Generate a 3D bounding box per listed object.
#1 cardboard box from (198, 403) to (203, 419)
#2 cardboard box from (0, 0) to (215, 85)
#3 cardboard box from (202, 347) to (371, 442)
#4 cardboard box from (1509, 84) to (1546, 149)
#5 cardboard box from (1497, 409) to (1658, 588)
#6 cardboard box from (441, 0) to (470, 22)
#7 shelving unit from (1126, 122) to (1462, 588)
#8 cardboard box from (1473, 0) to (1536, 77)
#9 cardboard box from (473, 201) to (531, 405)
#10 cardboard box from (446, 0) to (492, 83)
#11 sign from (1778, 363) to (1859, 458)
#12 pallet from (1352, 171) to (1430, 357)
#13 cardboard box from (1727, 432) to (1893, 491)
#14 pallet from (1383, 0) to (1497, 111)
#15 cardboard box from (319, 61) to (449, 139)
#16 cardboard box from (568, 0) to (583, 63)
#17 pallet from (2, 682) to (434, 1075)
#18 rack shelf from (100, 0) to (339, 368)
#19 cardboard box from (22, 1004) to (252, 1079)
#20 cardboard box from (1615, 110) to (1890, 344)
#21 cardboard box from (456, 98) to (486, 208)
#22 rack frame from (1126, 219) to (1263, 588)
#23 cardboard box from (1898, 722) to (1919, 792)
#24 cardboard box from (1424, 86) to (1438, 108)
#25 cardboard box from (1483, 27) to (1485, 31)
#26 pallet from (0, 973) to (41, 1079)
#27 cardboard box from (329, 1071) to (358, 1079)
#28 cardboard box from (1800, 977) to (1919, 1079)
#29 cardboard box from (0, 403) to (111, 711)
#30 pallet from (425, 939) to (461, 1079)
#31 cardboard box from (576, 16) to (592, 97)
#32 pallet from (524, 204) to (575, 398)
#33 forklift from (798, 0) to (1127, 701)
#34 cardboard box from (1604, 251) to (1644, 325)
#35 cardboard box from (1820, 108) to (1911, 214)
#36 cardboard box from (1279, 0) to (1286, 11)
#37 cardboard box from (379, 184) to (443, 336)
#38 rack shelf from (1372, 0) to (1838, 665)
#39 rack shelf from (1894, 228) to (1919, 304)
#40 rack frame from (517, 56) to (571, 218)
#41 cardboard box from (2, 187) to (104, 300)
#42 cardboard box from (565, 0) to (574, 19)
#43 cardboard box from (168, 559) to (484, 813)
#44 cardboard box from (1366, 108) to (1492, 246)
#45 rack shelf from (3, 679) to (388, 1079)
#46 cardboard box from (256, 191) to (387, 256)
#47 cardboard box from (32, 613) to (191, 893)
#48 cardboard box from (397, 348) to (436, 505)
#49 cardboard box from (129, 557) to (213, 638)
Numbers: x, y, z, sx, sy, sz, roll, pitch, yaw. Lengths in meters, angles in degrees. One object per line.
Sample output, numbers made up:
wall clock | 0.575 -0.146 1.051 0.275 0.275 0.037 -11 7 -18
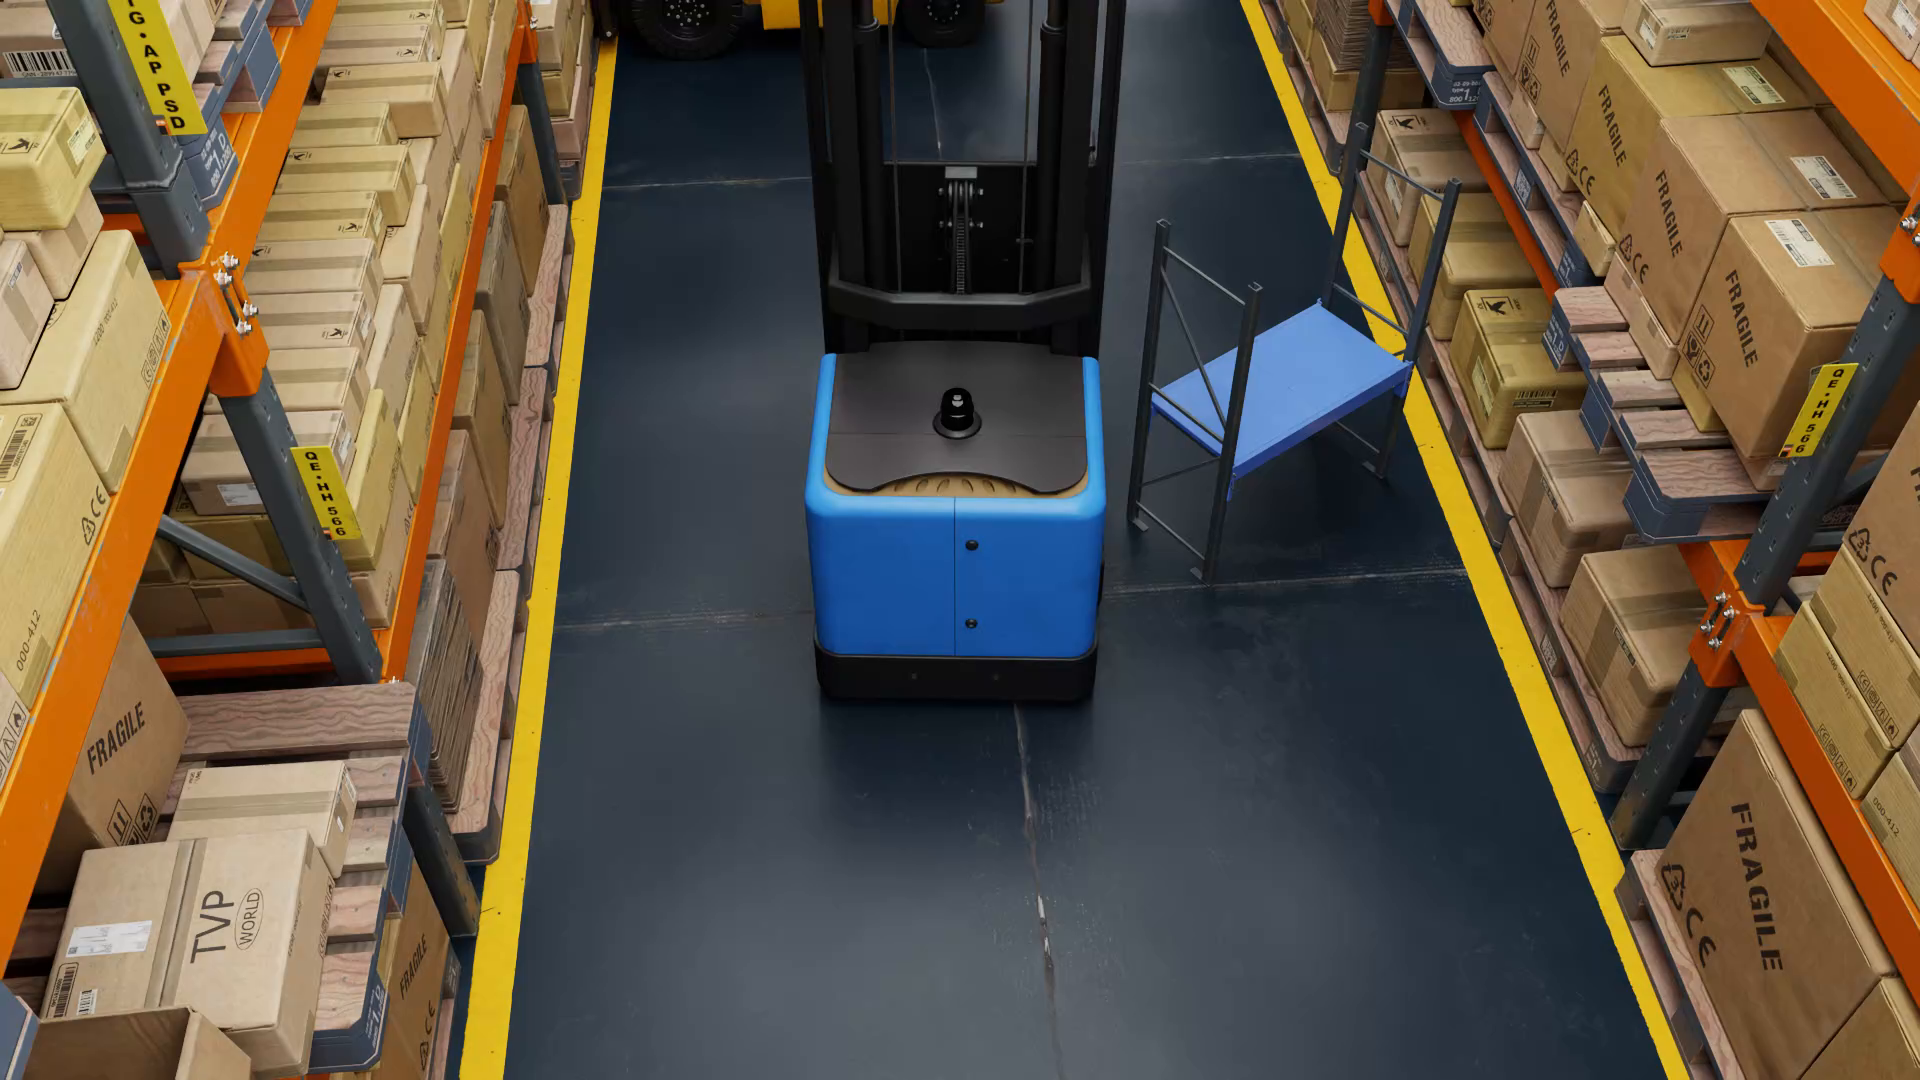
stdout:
cardboard box | -2.494 -0.502 5.055 0.500 0.250 0.500 -3 47 -3
cardboard box | -1.861 -1.105 3.604 0.380 0.166 0.250 -4 47 -3
cardboard box | -1.891 -0.403 4.687 0.380 0.149 0.250 -3 47 -2
cardboard box | 2.289 -1.597 6.217 0.380 0.149 0.250 -2 47 -2
cardboard box | 2.704 -0.192 6.523 0.950 0.372 0.625 -4 47 -4
cardboard box | -2.058 -2.074 6.269 0.380 0.149 0.250 -5 47 -5
shelving unit | 1.263 -0.700 6.516 1.048 1.500 0.538 -29 53 -25
cardboard box | 2.300 -2.106 6.252 0.500 0.500 0.500 -4 47 -4
cardboard box | -2.357 -0.987 7.102 0.875 0.625 0.625 -4 47 -4
cardboard box | -2.123 -2.007 6.480 0.500 0.250 0.500 -5 47 -4
sign | 2.272 -0.340 4.399 0.100 0.325 0.005 -3 47 -3
pallet | 2.543 -1.380 8.049 1.003 0.211 1.213 -3 47 -3
cardboard box | 2.550 -0.289 4.978 0.380 0.149 0.250 -2 47 -2
pallet | 2.396 -2.275 7.107 1.003 0.211 1.213 -3 47 -3
cardboard box | -1.984 -1.512 5.737 0.380 0.149 0.250 -5 47 -4
cardboard box | -2.246 -2.702 8.640 0.500 0.250 0.500 -4 47 -4
pallet | -2.008 0.848 4.150 1.213 0.211 1.003 -3 47 -3
rack shelf | -2.302 -1.935 5.083 1.077 0.370 4.000 -3 47 -3
cardboard box | -1.814 1.286 3.243 0.797 0.503 0.637 -4 47 -4
cardboard box | 2.442 -0.975 5.181 0.500 0.500 0.500 -4 47 -4
cardboard box | -2.108 -1.473 6.319 0.500 0.250 0.500 -3 47 -3
rack frame | 0.861 -0.474 6.303 0.032 1.500 0.500 -29 53 -25
cardboard box | 2.650 0.627 3.986 0.500 0.250 0.500 -2 47 -2
cardboard box | 2.696 -2.545 8.835 0.500 0.250 0.500 -5 47 -5
cardboard box | 2.320 -2.160 6.750 0.380 0.149 0.250 -1 47 -1
pallet | -1.874 0.997 1.940 1.213 0.211 1.003 -3 47 -3
cardboard box | -1.809 1.519 4.368 0.380 0.149 0.250 -5 47 -5
cardboard box | 2.857 1.728 4.358 0.875 0.875 0.875 -3 47 -3
cardboard box | -1.807 0.036 2.824 0.500 0.250 0.500 -3 47 -3
pallet | -2.110 1.797 5.039 1.003 0.211 1.213 -3 47 -3
cardboard box | -2.238 -2.534 8.825 0.500 0.250 0.500 -4 47 -4
pallet | -2.369 -1.109 7.791 1.003 0.211 1.213 -3 47 -3
forklift | 0.013 -1.462 6.252 1.130 2.935 3.031 1 47 1
cardboard box | 2.376 -0.841 5.501 0.380 0.149 0.250 -5 47 -5
cardboard box | 2.954 -1.006 5.210 0.500 0.500 0.500 -1 47 -1
cardboard box | 2.067 -3.266 9.518 0.500 0.250 0.500 -3 47 -3
cardboard box | -1.995 -0.902 5.434 0.500 0.250 0.500 -5 47 -4
rack shelf | 2.644 -1.208 6.460 1.077 0.370 4.000 -3 47 -3
rack shelf | 2.979 0.654 2.630 1.077 0.370 4.000 -3 47 -3
rack frame | -2.469 -2.598 7.281 1.000 3.000 0.127 -3 47 -3
cardboard box | -1.865 -0.579 3.132 0.380 0.149 0.250 -3 47 -2
cardboard box | -2.230 -2.881 8.465 0.500 0.250 0.500 -3 47 -3
cardboard box | -2.173 0.516 5.678 0.875 0.625 0.625 -2 47 -2
cardboard box | 2.523 -1.764 8.012 0.950 0.372 0.625 -3 47 -3
rack shelf | -1.967 1.990 3.431 1.077 0.370 4.000 -3 47 -3
cardboard box | -2.024 -0.956 5.210 0.380 0.149 0.250 -3 47 -3
cardboard box | -2.247 0.499 3.990 0.500 0.500 0.500 -2 47 -1
cardboard box | -1.965 -0.353 5.258 0.500 0.250 0.500 -4 47 -4
cardboard box | -2.427 0.038 4.888 0.500 0.250 0.500 -4 47 -4
